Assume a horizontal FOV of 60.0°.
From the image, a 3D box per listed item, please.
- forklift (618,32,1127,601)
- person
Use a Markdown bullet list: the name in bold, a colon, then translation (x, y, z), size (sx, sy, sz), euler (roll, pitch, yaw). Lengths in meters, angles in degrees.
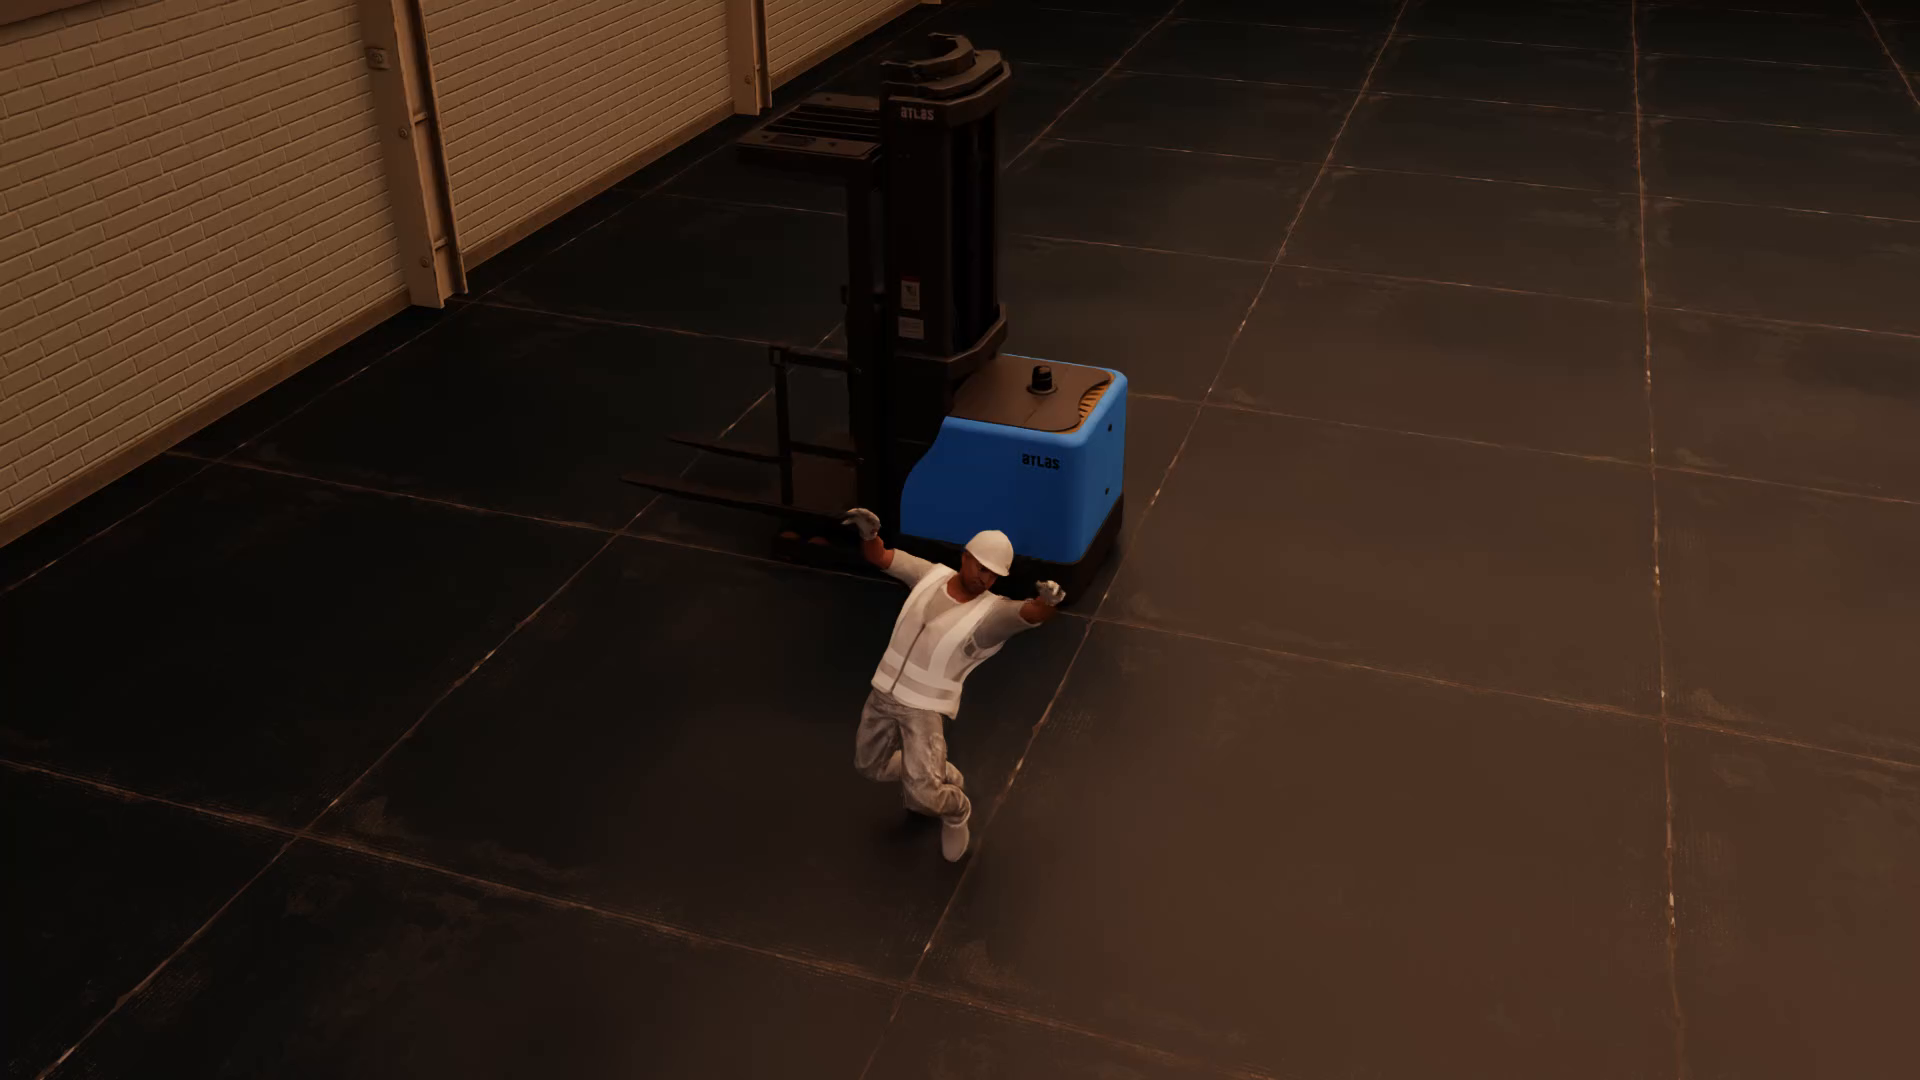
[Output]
- **forklift**: translation (-0.588, -1.356, 9.515), size (3.031, 2.935, 1.130), euler (10, 31, 18)
- **person**: translation (-0.017, 0.656, 7.276), size (0.795, 1.683, 1.077), euler (-26, 39, -38)
